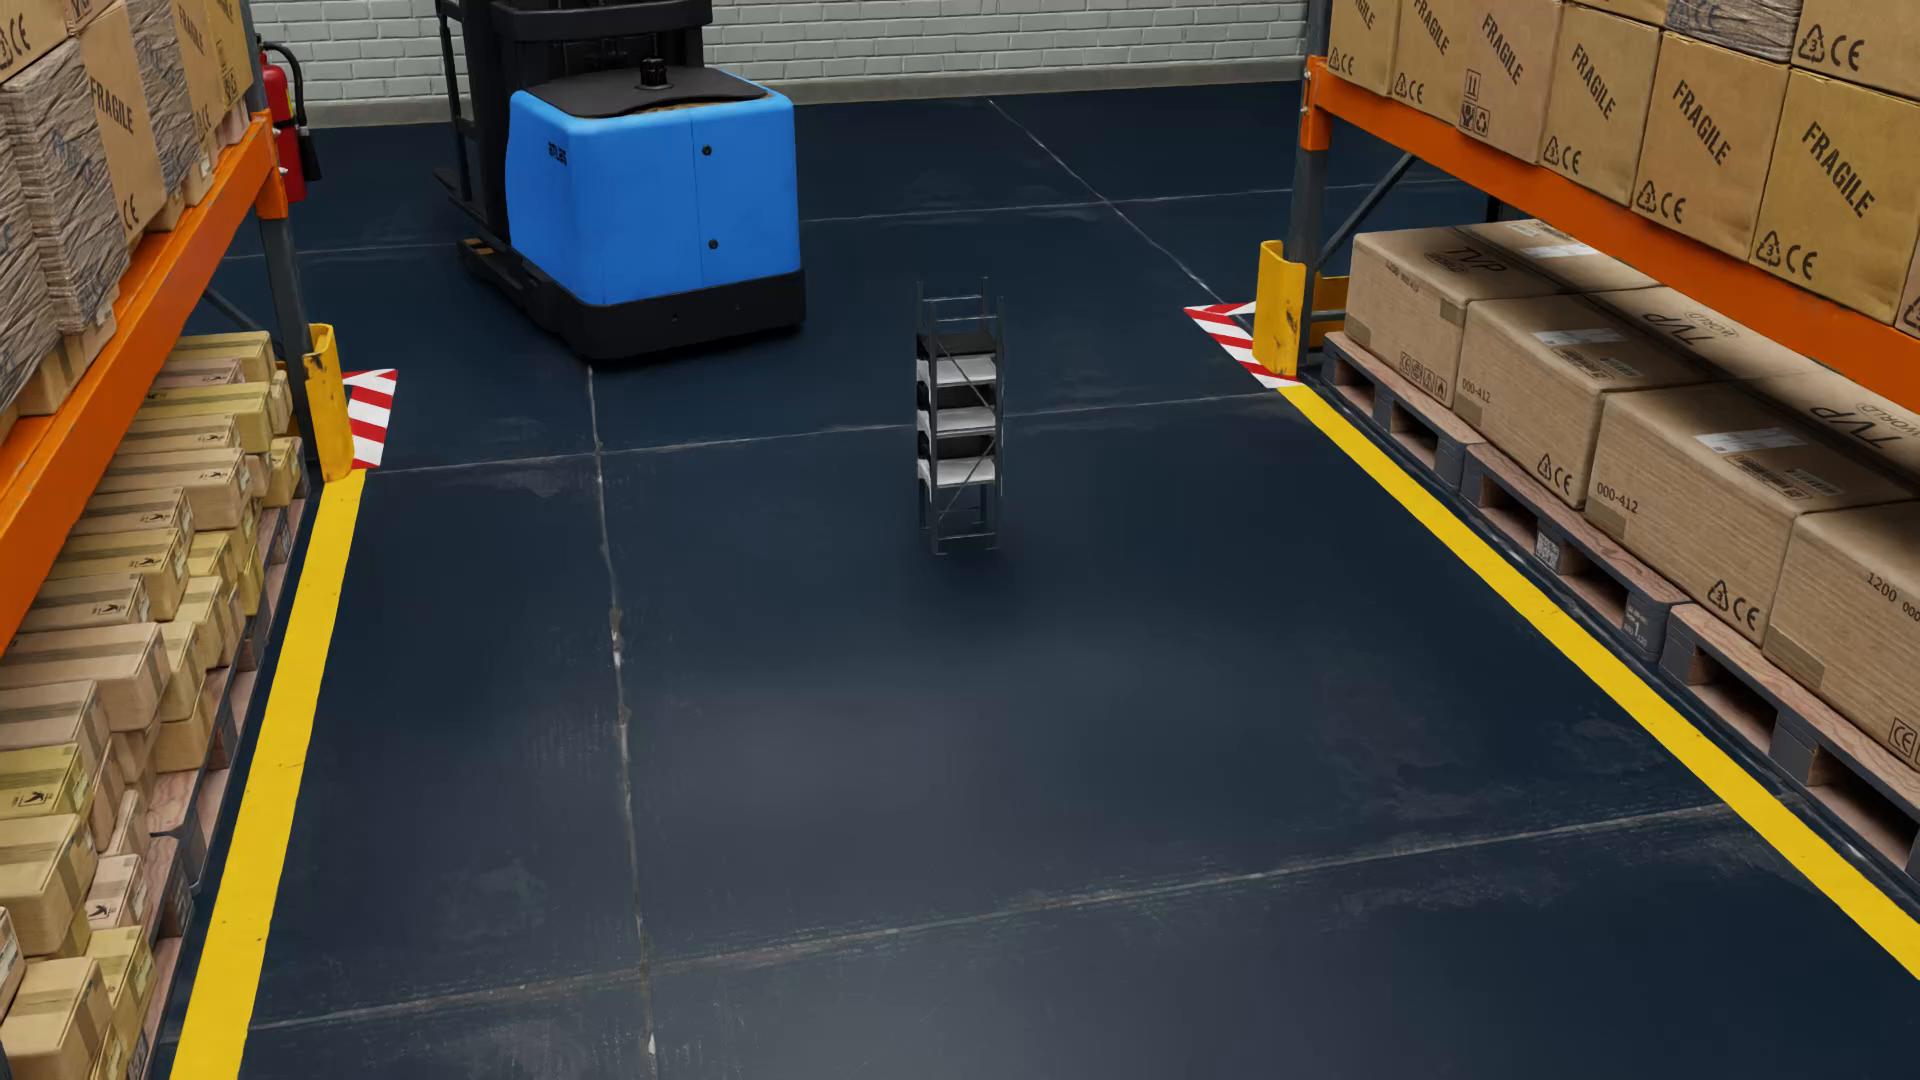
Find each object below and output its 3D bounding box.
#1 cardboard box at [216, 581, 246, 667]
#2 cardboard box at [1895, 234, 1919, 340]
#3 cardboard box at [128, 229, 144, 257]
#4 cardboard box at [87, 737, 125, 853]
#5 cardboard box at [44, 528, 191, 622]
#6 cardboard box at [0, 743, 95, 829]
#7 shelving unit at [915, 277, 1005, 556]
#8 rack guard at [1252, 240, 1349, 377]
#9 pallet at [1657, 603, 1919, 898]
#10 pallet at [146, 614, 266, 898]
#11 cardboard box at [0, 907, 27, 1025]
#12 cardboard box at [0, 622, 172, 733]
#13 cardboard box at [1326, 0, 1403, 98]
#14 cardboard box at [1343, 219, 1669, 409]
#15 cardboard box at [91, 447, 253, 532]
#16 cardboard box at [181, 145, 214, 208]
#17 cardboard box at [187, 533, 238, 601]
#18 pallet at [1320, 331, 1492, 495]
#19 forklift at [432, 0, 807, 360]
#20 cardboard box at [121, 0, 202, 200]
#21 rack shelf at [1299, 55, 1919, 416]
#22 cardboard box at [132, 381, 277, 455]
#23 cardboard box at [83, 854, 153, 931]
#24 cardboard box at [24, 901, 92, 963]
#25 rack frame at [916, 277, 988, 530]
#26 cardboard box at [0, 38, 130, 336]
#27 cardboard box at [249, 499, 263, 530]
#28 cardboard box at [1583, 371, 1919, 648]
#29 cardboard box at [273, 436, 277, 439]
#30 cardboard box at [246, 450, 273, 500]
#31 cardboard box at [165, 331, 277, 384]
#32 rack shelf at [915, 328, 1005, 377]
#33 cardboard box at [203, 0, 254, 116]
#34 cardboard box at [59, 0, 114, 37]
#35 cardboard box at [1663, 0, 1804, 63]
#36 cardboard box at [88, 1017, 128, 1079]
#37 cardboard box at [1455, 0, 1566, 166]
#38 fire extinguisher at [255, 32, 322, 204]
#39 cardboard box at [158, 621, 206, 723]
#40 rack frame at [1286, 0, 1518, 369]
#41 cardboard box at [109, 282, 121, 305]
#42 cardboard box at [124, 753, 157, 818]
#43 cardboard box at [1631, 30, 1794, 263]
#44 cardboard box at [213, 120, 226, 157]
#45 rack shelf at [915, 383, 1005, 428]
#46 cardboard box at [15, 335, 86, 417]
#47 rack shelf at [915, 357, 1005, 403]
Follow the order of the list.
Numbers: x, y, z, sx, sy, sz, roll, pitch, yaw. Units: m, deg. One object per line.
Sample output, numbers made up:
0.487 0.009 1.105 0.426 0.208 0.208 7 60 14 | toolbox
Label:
-2.221 0.247 4.630 0.380 0.149 0.250 -5 27 -11 | cardboard box
2.444 -0.624 3.546 0.500 0.500 0.500 -6 27 -11 | cardboard box
-2.351 -0.810 4.304 0.380 0.149 0.250 -7 28 -14 | cardboard box
-2.065 0.582 3.635 0.380 0.149 0.250 -7 28 -14 | cardboard box
-2.206 0.104 4.252 0.380 0.149 0.250 -6 27 -11 | cardboard box
-1.988 0.560 3.350 0.380 0.149 0.250 -6 27 -12 | cardboard box
-0.002 -0.405 5.554 0.258 0.900 0.210 -6 27 -12 | shelving unit
1.890 -1.052 7.280 1.175 0.500 0.348 -6 27 -12 | rack guard
2.702 0.501 4.522 1.003 0.211 1.213 -6 27 -12 | pallet
-2.467 0.562 4.402 1.003 0.211 1.213 -6 27 -12 | pallet
-1.879 0.793 2.888 0.380 0.149 0.250 -5 27 -9 | cardboard box
-2.047 0.328 3.810 0.380 0.149 0.250 -5 27 -10 | cardboard box
1.724 -1.962 6.198 0.500 0.500 0.500 -6 27 -12 | cardboard box
2.142 -0.922 6.625 0.875 0.438 0.875 -7 28 -13 | cardboard box
-2.244 -0.135 4.726 0.380 0.149 0.250 -5 27 -10 | cardboard box
-2.384 -1.053 4.786 0.380 0.149 0.250 -5 27 -10 | cardboard box
-2.219 0.113 4.565 0.380 0.149 0.250 -5 27 -9 | cardboard box
2.152 -0.570 6.644 1.003 0.211 1.213 -6 27 -12 | pallet
-1.902 -2.702 7.850 1.130 2.935 3.031 -15 31 -28 | forklift
-2.318 -1.169 4.295 0.500 0.500 0.500 -6 27 -11 | cardboard box
2.346 -0.958 5.118 1.077 0.370 4.000 -6 27 -12 | rack shelf
-2.355 -0.367 5.186 0.380 0.149 0.250 -7 28 -13 | cardboard box
-1.938 0.817 3.499 0.380 0.149 0.250 -6 27 -12 | cardboard box
-1.917 0.804 3.195 0.380 0.149 0.250 -6 27 -11 | cardboard box
-0.025 -0.450 5.643 0.240 0.900 0.006 -6 27 -12 | rack frame
-2.066 -0.716 3.399 0.500 0.500 0.500 -7 28 -13 | cardboard box
-2.450 -0.088 5.294 0.380 0.149 0.250 -6 27 -12 | cardboard box
2.558 -0.125 5.046 0.875 0.438 0.875 -7 28 -13 | cardboard box
-2.582 -0.315 5.744 0.380 0.149 0.250 -5 27 -11 | cardboard box
-2.388 -0.228 5.240 0.380 0.149 0.250 -7 28 -14 | cardboard box
-2.538 -0.584 5.616 0.380 0.149 0.250 -6 27 -11 | cardboard box
-0.002 -0.617 5.448 0.258 0.077 0.200 -6 27 -12 | rack shelf
-2.552 -1.617 5.183 0.500 0.500 0.500 -5 27 -11 | cardboard box
-2.196 -1.377 3.599 0.500 0.500 0.500 -7 28 -13 | cardboard box
2.192 -1.518 4.208 0.500 0.500 0.500 -6 27 -11 | cardboard box
-1.772 1.038 3.062 0.380 0.149 0.250 -7 28 -14 | cardboard box
1.962 -1.518 5.318 0.500 0.500 0.500 -6 27 -12 | cardboard box
-2.511 -1.567 6.025 0.296 0.674 0.183 -6 27 -12 | fire extinguisher
-2.099 0.342 4.112 0.380 0.149 0.250 -6 27 -12 | cardboard box
1.896 -2.158 6.696 1.000 3.000 0.127 -6 27 -12 | rack frame
-2.198 -0.586 3.861 0.380 0.149 0.250 -5 27 -10 | cardboard box
-2.139 0.597 3.937 0.380 0.149 0.250 -7 28 -14 | cardboard box
2.195 -1.068 4.427 0.500 0.500 0.500 -6 27 -12 | cardboard box
-2.536 -1.271 5.218 0.380 0.149 0.250 -6 27 -12 | cardboard box
-0.002 -0.456 5.529 0.258 0.077 0.200 -6 27 -12 | rack shelf
-2.038 -0.355 3.403 0.380 0.149 0.250 -5 27 -11 | cardboard box
-0.002 -0.536 5.488 0.258 0.077 0.200 -6 27 -12 | rack shelf
